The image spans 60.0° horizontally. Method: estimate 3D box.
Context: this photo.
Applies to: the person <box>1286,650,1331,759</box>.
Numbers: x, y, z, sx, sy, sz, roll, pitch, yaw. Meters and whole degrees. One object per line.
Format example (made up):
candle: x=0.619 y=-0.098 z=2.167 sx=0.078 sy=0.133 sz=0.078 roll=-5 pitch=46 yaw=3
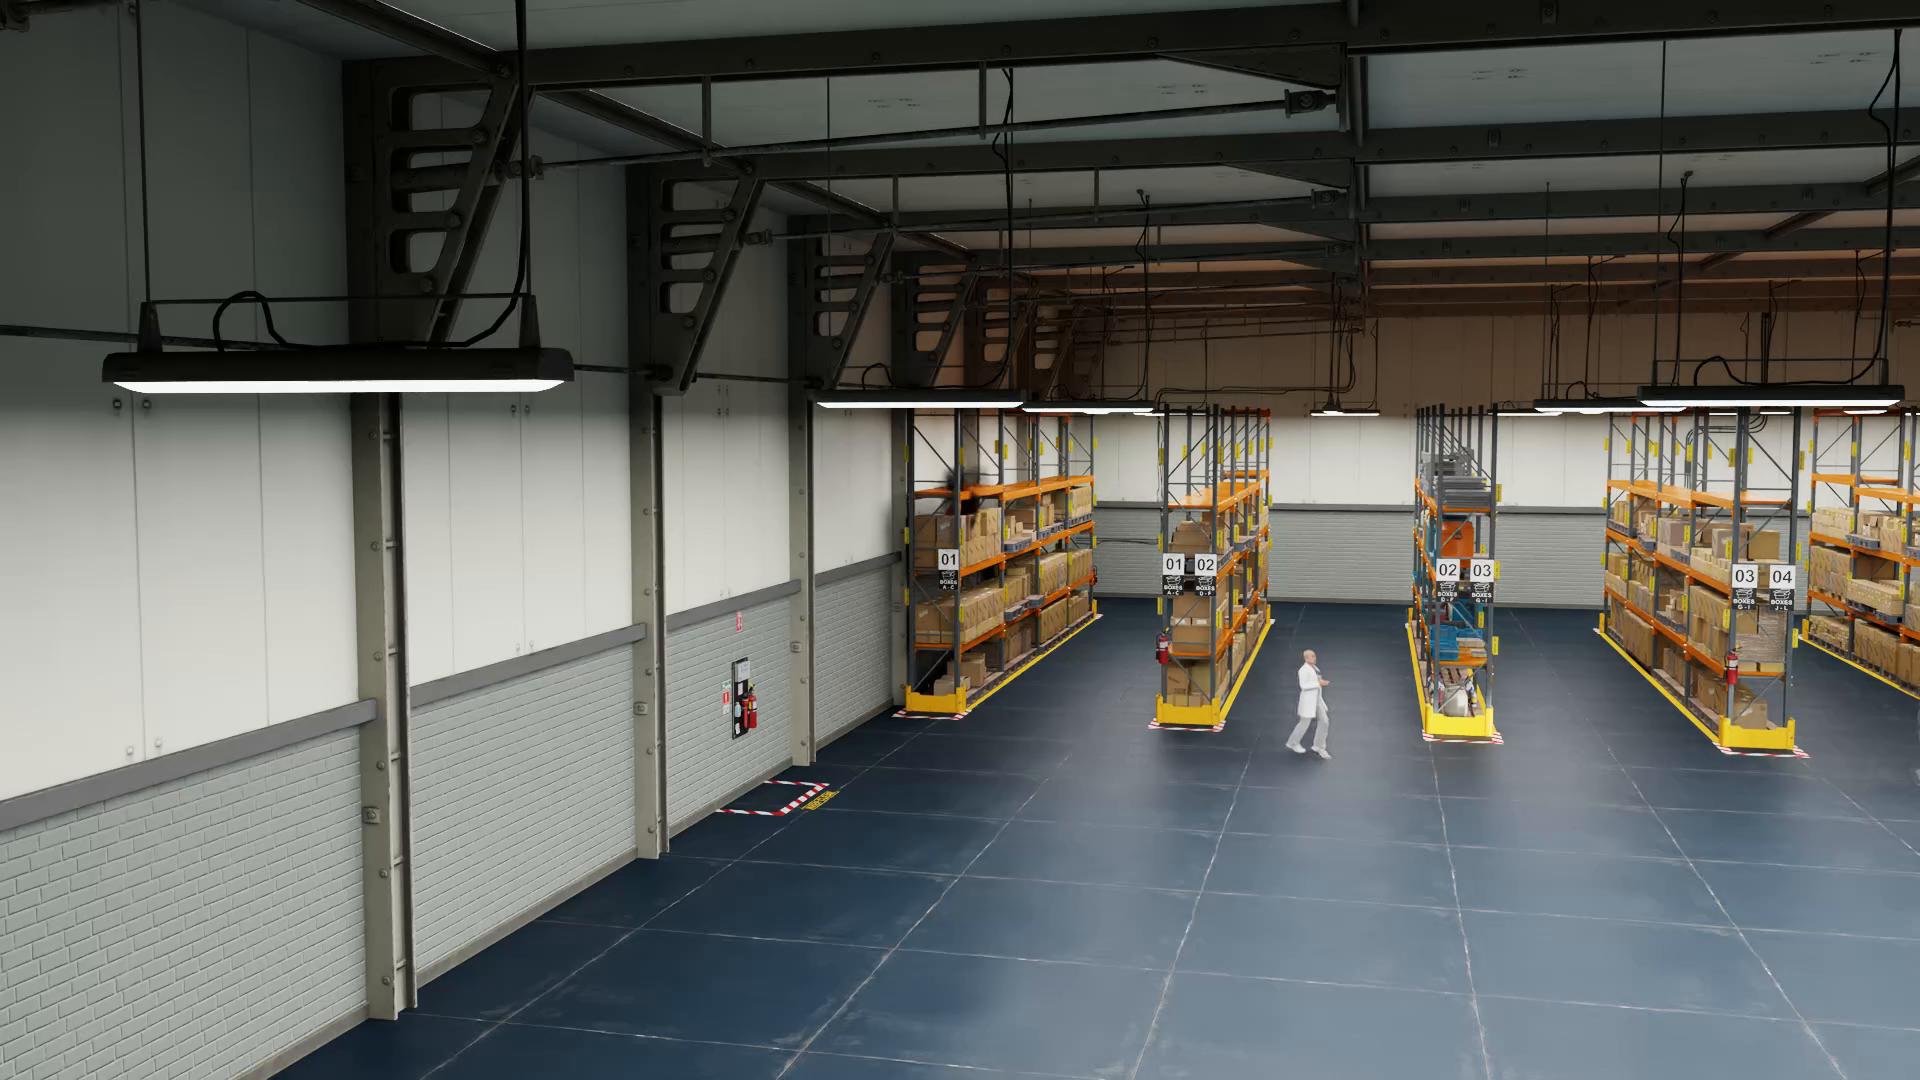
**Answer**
person: x=5.921 y=2.780 z=28.169 sx=0.814 sy=1.844 sz=0.688 roll=4 pitch=6 yaw=42
